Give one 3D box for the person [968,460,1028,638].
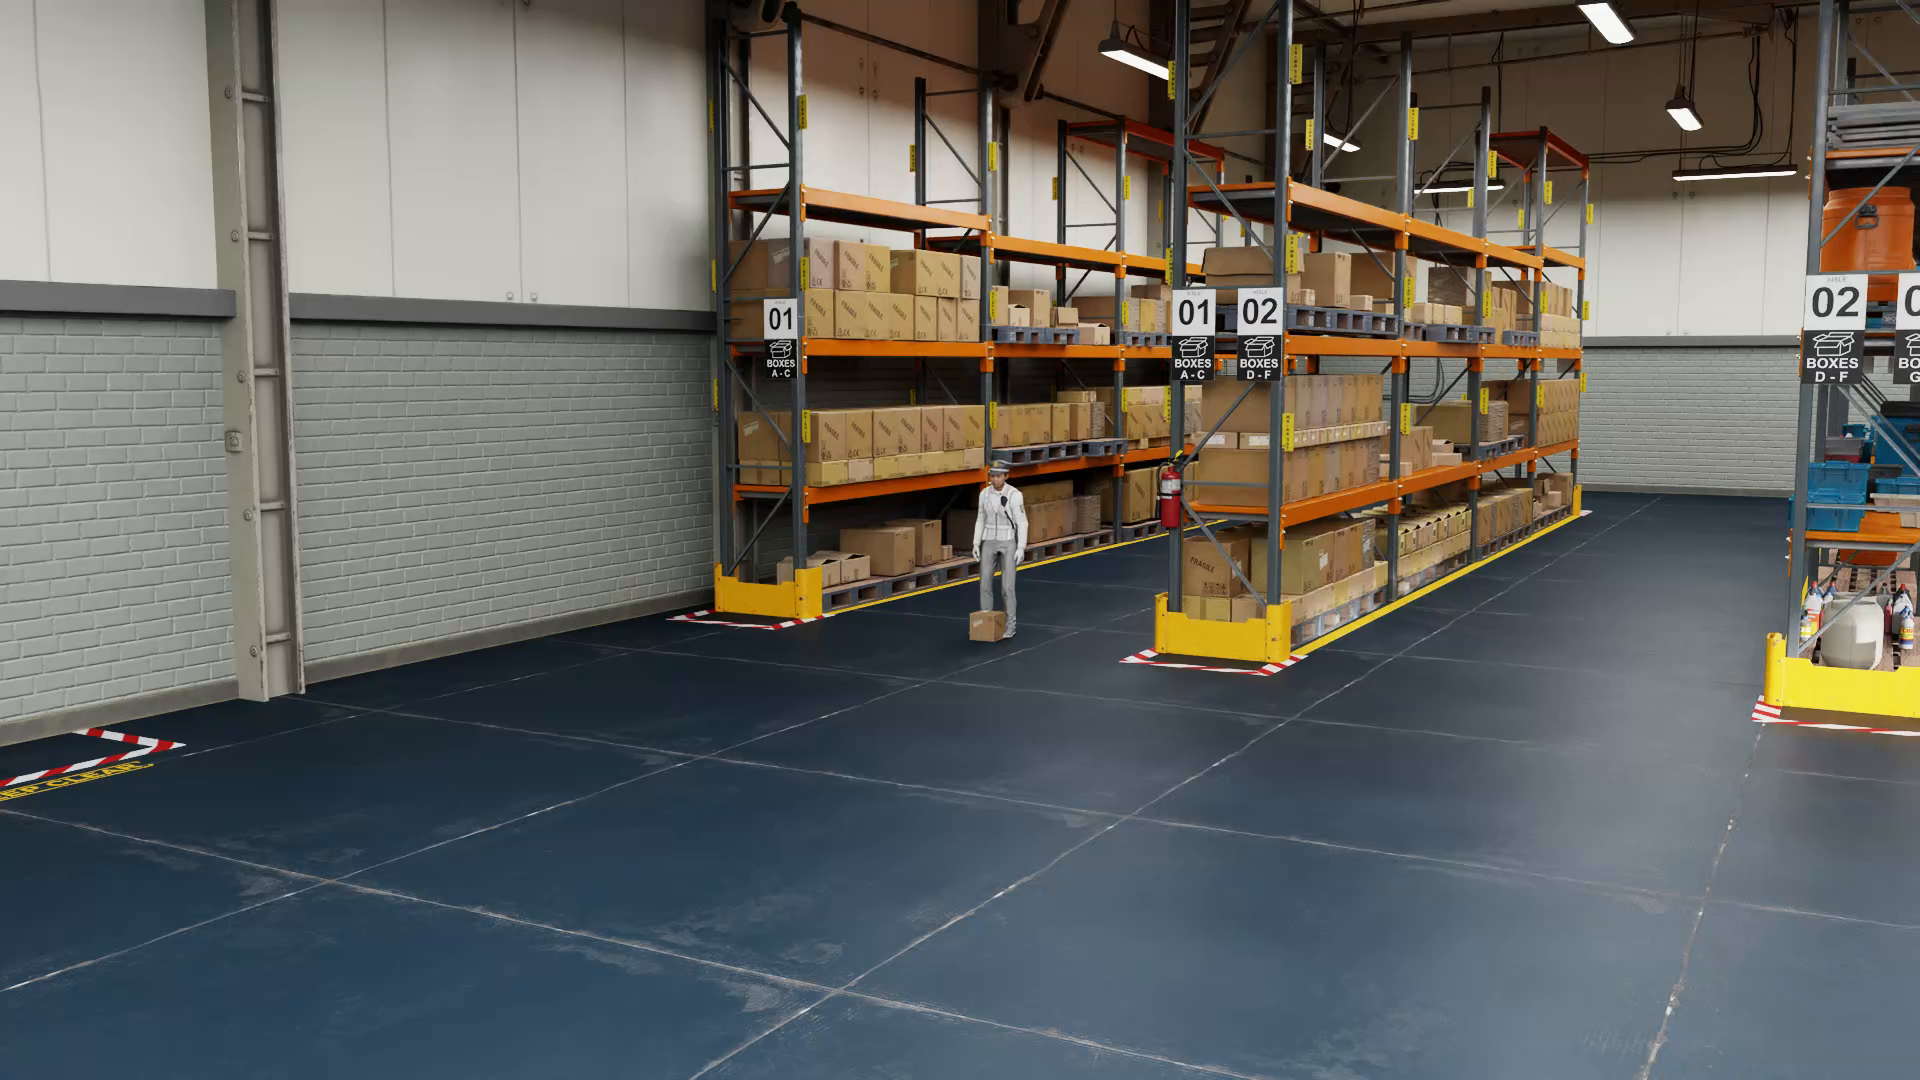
[{"bbox_3d":[0.373,0.074,15.633,0.546,1.667,0.369,3,7,26],"label":"person"}]
